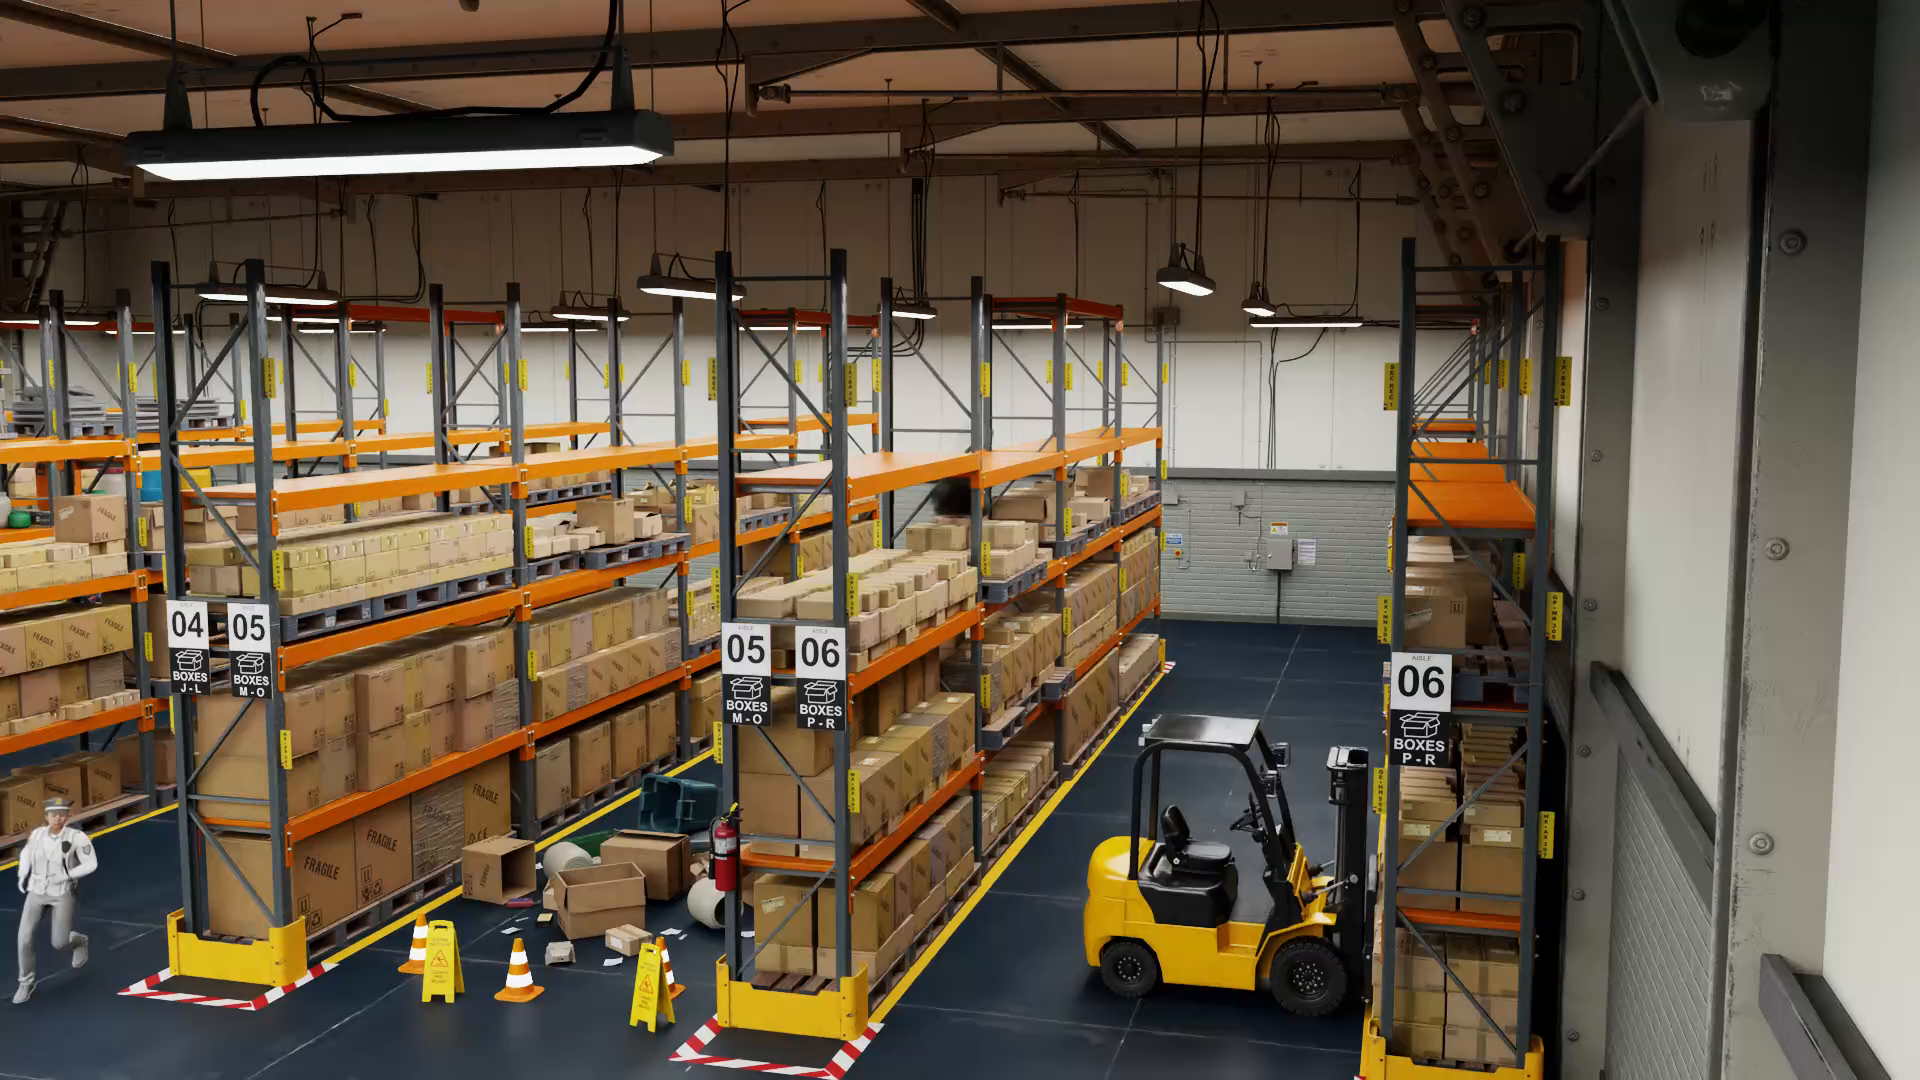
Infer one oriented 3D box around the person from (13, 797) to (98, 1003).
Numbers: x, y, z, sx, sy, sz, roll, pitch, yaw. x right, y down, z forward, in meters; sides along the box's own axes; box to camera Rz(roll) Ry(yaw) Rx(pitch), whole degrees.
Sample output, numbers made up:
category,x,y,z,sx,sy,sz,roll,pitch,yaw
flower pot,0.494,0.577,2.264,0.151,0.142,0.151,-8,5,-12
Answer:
category,x,y,z,sx,sy,sz,roll,pitch,yaw
person,-7.479,2.926,13.767,0.647,1.651,0.688,-1,6,-6
